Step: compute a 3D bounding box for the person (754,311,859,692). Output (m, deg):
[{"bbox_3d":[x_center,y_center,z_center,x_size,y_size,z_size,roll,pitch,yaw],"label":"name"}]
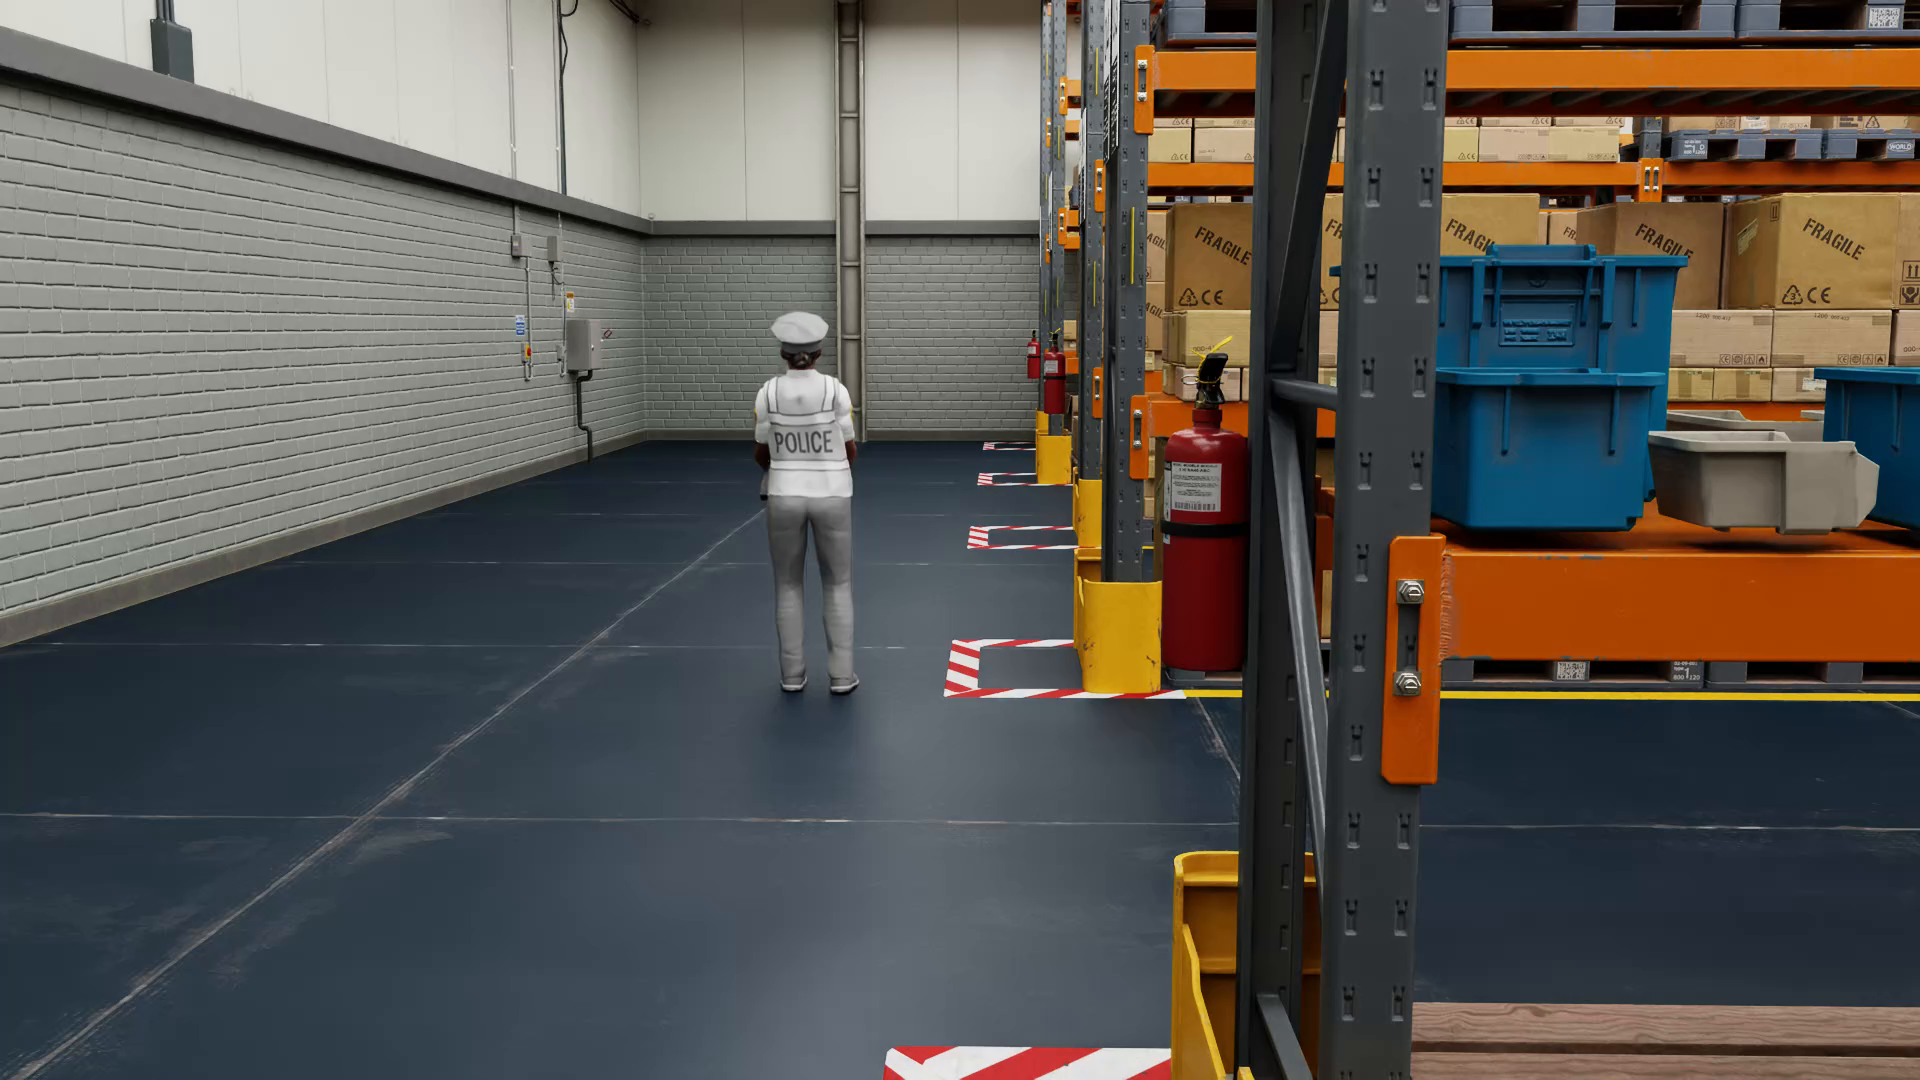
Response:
[{"bbox_3d":[-0.688,-0.170,7.459,0.455,1.697,0.530,0,7,-3],"label":"person"}]
